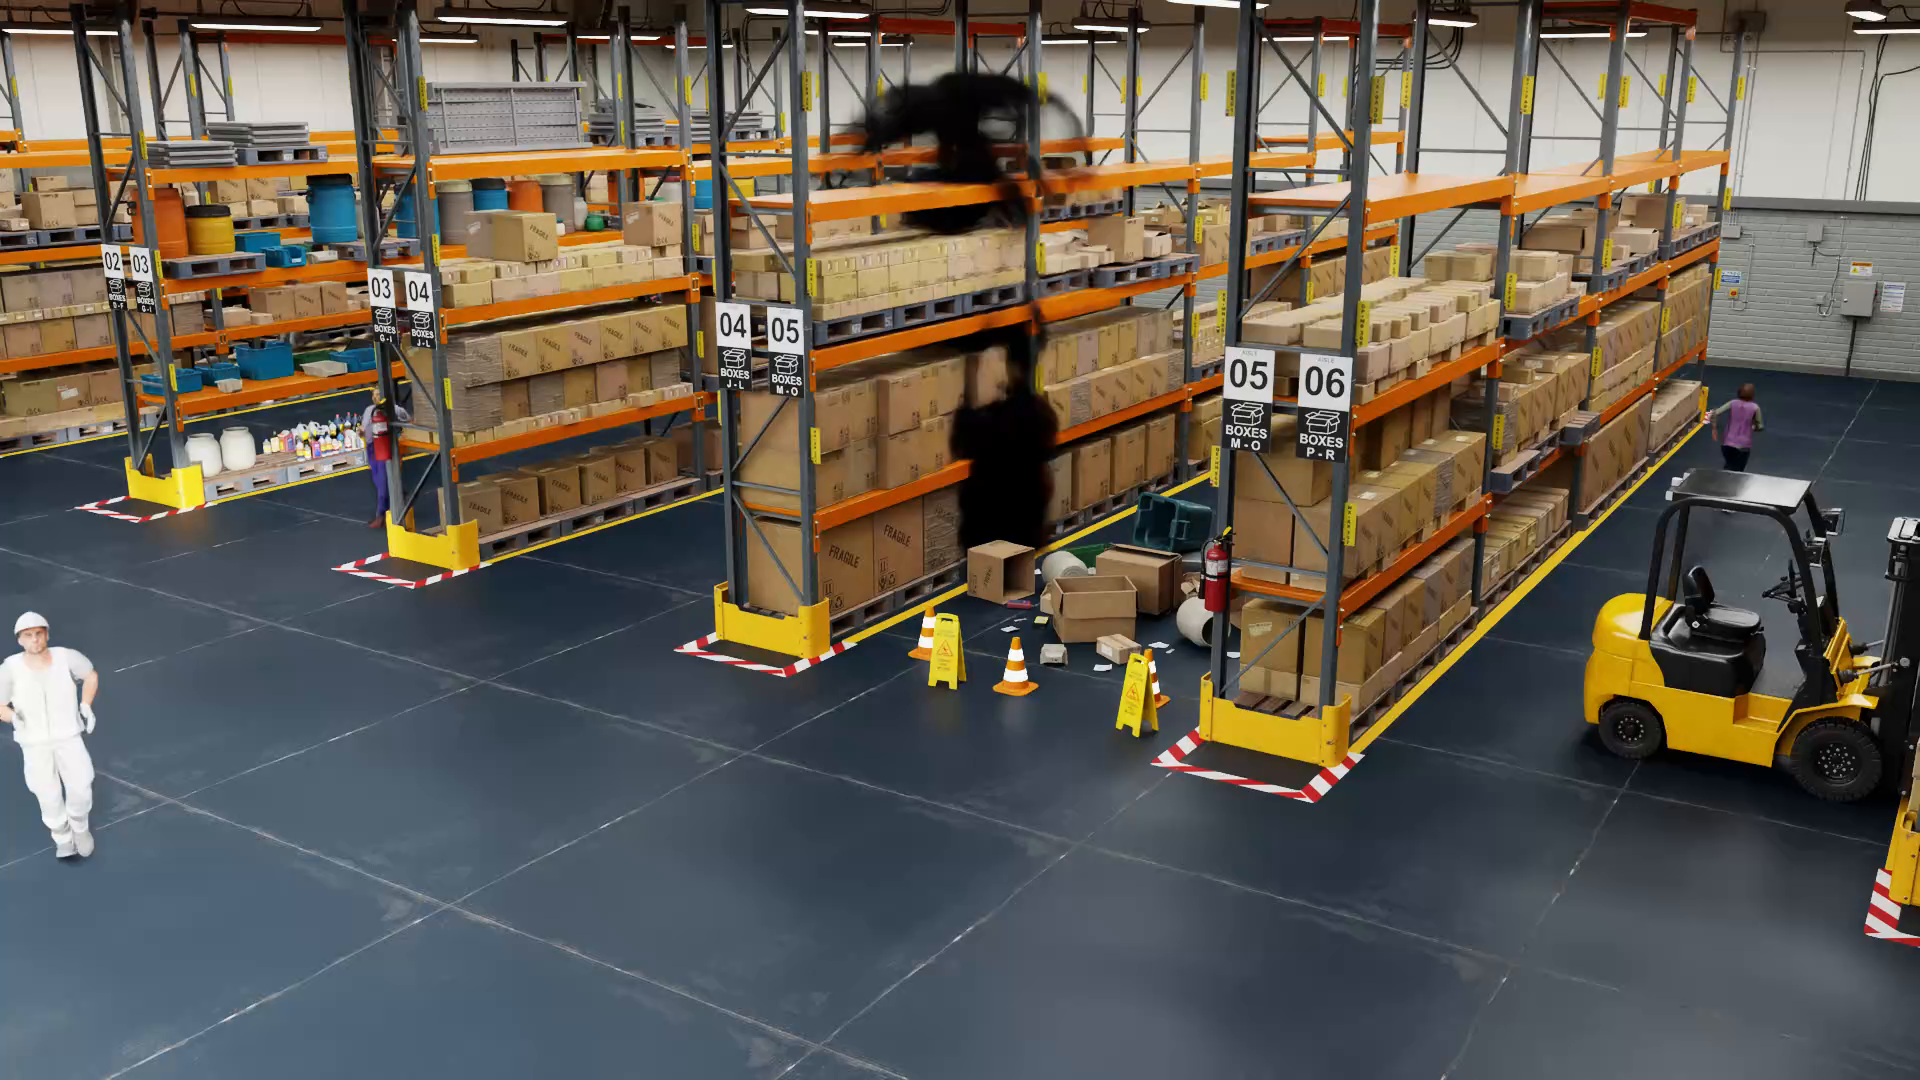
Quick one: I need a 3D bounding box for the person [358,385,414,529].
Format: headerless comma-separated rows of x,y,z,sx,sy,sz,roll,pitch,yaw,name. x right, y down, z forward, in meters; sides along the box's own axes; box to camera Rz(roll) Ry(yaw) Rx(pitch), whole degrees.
-6.853,-1.031,19.782,0.609,1.628,0.919,5,16,17,person

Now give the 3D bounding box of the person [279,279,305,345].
-12.172,-3.995,30.370,0.688,1.739,0.593,9,18,30,person

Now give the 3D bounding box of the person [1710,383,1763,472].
9.545,-1.170,20.475,0.560,1.555,0.745,12,20,38,person

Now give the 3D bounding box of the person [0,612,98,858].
-6.037,1.343,11.078,0.639,1.759,0.612,-9,18,-29,person
